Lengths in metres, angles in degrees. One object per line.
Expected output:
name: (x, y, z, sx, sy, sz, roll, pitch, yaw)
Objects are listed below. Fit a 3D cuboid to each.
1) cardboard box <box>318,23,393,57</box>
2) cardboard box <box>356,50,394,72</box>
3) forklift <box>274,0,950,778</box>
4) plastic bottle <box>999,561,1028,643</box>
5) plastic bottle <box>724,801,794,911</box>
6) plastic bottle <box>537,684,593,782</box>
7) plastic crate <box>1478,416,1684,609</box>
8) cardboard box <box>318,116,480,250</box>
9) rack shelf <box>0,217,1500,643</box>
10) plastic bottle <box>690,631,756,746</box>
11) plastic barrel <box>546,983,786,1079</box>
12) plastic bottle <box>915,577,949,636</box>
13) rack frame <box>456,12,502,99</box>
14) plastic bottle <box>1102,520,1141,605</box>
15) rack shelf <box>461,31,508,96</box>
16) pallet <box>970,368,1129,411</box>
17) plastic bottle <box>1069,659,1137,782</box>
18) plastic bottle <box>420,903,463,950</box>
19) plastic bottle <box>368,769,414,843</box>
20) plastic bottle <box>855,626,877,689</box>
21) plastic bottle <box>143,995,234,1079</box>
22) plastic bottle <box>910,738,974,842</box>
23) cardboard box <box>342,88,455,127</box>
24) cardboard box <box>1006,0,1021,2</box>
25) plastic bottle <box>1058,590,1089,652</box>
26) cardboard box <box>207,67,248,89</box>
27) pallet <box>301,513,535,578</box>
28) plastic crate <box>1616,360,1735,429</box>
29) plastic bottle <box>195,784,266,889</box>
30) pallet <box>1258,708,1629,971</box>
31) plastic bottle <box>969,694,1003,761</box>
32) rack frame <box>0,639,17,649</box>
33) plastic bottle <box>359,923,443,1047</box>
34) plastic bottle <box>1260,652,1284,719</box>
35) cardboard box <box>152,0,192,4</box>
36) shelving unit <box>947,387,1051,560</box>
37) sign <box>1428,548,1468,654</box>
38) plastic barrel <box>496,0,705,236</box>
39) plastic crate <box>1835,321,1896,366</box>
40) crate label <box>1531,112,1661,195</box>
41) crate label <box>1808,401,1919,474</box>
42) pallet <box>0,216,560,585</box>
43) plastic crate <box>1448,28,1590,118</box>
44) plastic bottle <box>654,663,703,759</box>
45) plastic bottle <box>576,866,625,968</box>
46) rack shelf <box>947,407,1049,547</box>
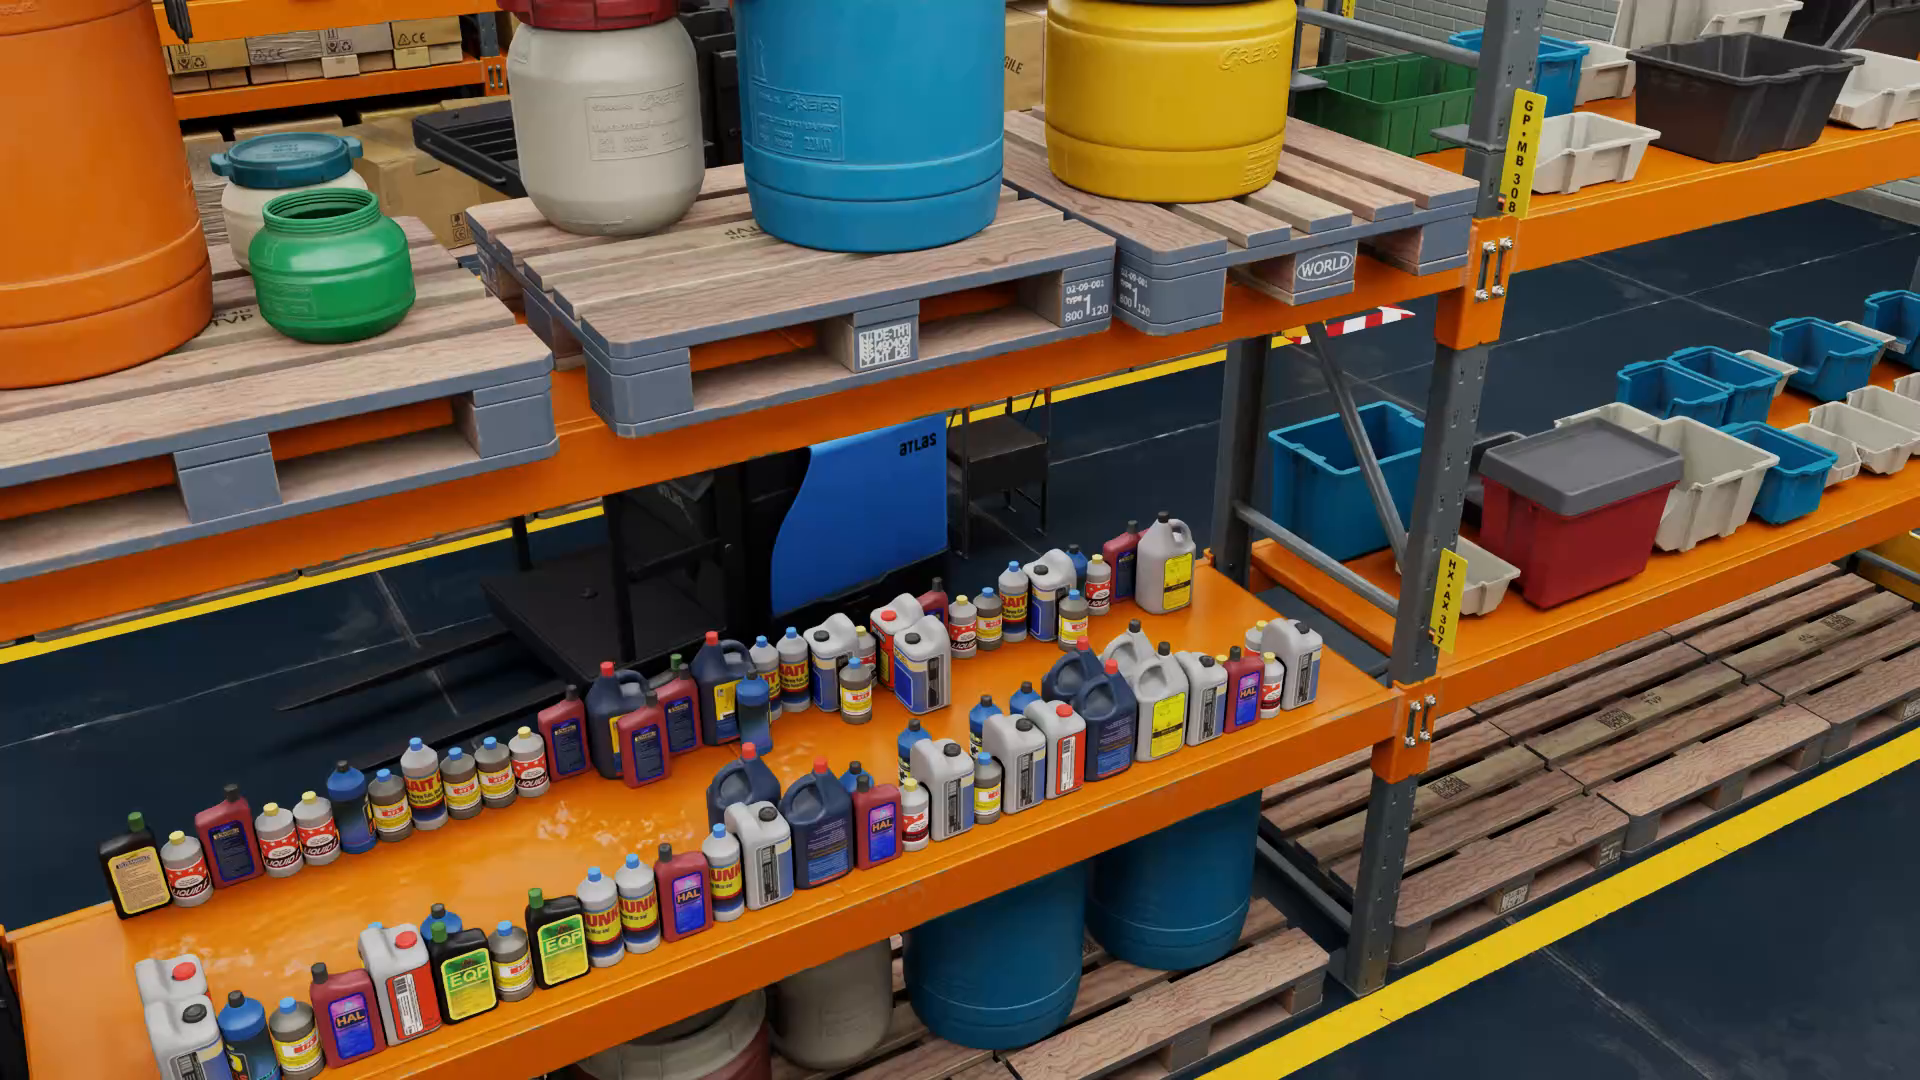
cardboard box: (-4.529, -3.886, 12.254, 0.500, 0.500, 0.500, -16, 32, -26)
cardboard box: (-4.424, -3.632, 12.466, 0.250, 0.149, 0.380, -15, 32, -25)
forklift: (-1.513, -0.724, 7.028, 3.031, 2.935, 1.130, -21, 35, -33)
plastic bottle: (0.174, 0.195, 5.426, 0.097, 0.271, 0.097, 0, 29, 0)
plastic bottle: (-0.521, 0.800, 4.324, 0.135, 0.276, 0.152, -16, 33, -26)
plastic bottle: (-1.135, 0.551, 4.768, 0.133, 0.283, 0.061, -16, 33, -26)
plastic crate: (2.092, -0.091, 5.682, 0.583, 0.464, 0.402, -16, 33, -26)
cardboard box: (-2.803, -1.757, 8.290, 0.700, 0.500, 0.500, 26, 38, 38)
rack shelf: (-0.529, -0.432, 4.068, 4.000, 0.370, 1.077, -16, 33, -26)
plastic bottle: (-0.703, 0.422, 4.932, 0.185, 0.351, 0.144, -16, 33, -26)
plastic barrel: (-0.867, 1.525, 4.943, 0.708, 0.588, 0.600, -16, 33, -26)
plastic bottle: (-0.103, 0.258, 5.299, 0.133, 0.283, 0.061, -16, 33, -26)
rack frame: (-3.824, -4.050, 12.984, 0.127, 3.000, 1.000, -16, 33, -26)
plastic bottle: (0.548, 0.073, 5.634, 0.133, 0.283, 0.061, -16, 33, -26)
rack shelf: (-2.099, -4.224, 14.045, 4.000, 0.370, 1.077, -16, 33, -26)
pallet: (0.335, -1.234, 10.769, 1.213, 0.211, 1.003, -16, 33, -26)
plastic bottle: (0.409, 0.505, 4.781, 0.185, 0.351, 0.144, -16, 33, -26)
plastic bottle: (-1.235, 0.986, 3.992, 0.097, 0.271, 0.097, 0, 29, 0)
plastic bottle: (-1.561, 0.718, 4.550, 0.097, 0.201, 0.097, 0, 29, 0)
plastic bottle: (-0.309, 0.362, 5.194, 0.097, 0.201, 0.097, 0, 29, 0)
plastic bottle: (-1.717, 1.139, 3.709, 0.135, 0.276, 0.152, -16, 33, -26)
plastic bottle: (-0.047, 0.665, 4.569, 0.135, 0.276, 0.152, -16, 33, -26)
cardboard box: (-4.318, -3.079, 13.016, 0.750, 0.750, 0.750, -15, 32, -26)
cardboard box: (0.303, -3.073, 10.075, 0.500, 0.500, 0.500, -16, 33, -27)
plastic bottle: (0.367, 0.256, 5.388, 0.097, 0.201, 0.097, 0, 29, 0)
cardboard box: (-5.324, -3.395, 12.037, 0.250, 0.149, 0.380, -15, 32, -25)
pallet: (-3.046, -0.251, 8.986, 1.213, 0.211, 1.003, -16, 33, -26)
plastic crate: (2.870, -0.536, 6.728, 0.300, 0.233, 0.416, -16, 33, -26)
plastic bottle: (-1.922, 0.774, 4.363, 0.133, 0.283, 0.061, -16, 33, -26)
pallet: (1.810, 1.102, 6.535, 1.213, 0.211, 1.003, -16, 33, -26)
plastic bottle: (0.074, 0.563, 4.758, 0.097, 0.271, 0.097, 0, 29, 0)
rack frame: (-4.760, -1.008, 7.472, 0.127, 3.000, 1.000, -16, 33, -26)
plastic bottle: (-1.318, 1.026, 3.915, 0.135, 0.276, 0.152, -16, 33, -26)
plastic bottle: (0.933, 0.435, 5.063, 0.097, 0.201, 0.097, 0, 29, 0)
cardboard box: (-3.513, -2.738, 7.399, 0.500, 0.500, 0.910, -16, 33, -26)
shelving unit: (0.143, -0.960, 8.316, 0.503, 2.100, 0.431, -16, 33, -26)
sign: (1.472, 0.186, 5.023, 0.005, 0.325, 0.100, -16, 33, -26)
plastic barrel: (-0.801, -0.997, 3.772, 0.433, 0.535, 0.433, 0, 29, 0)
plastic crate: (3.946, -0.845, 7.388, 0.298, 0.136, 0.250, -16, 33, -26)
crate label: (1.764, -1.120, 4.844, 0.466, 0.136, 0.293, -16, 33, -26)
crate label: (3.548, -0.394, 6.571, 0.243, 0.136, 0.396, -16, 33, -26)
pallet: (-1.544, -0.321, 3.318, 1.213, 0.211, 1.003, -16, 33, -26)
plastic crate: (1.818, -1.519, 5.466, 0.300, 0.233, 0.416, -16, 33, -26)
plastic bottle: (-0.830, 0.498, 4.863, 0.133, 0.283, 0.061, -16, 33, -26)
plastic bottle: (-0.890, 0.922, 4.108, 0.097, 0.271, 0.097, 0, 29, 0)
rack shelf: (0.143, -0.335, 8.661, 0.480, 0.518, 0.431, -16, 33, -26)
